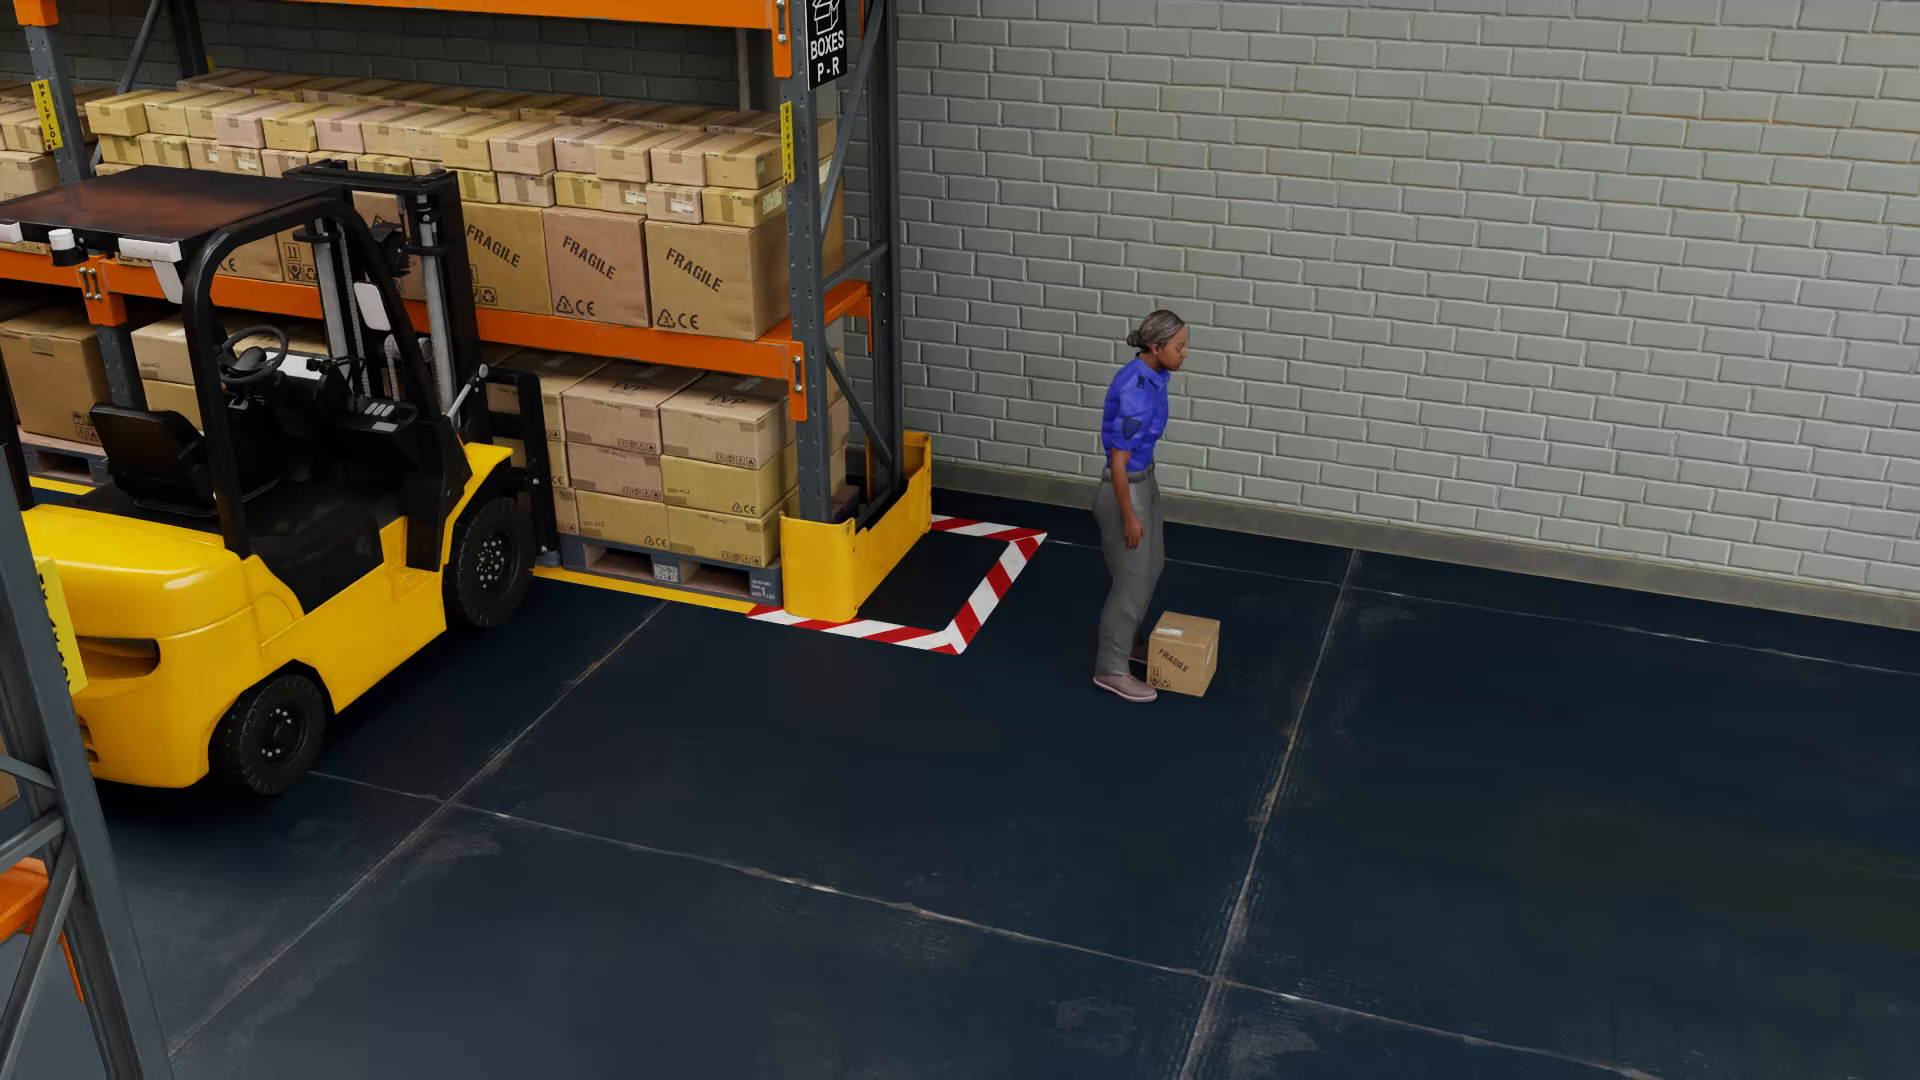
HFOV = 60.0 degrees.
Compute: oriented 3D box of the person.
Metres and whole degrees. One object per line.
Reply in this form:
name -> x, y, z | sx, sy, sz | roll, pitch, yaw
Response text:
person -> 0.739, -0.166, 6.961 | 0.348, 1.653, 0.512 | 8, 27, 15
